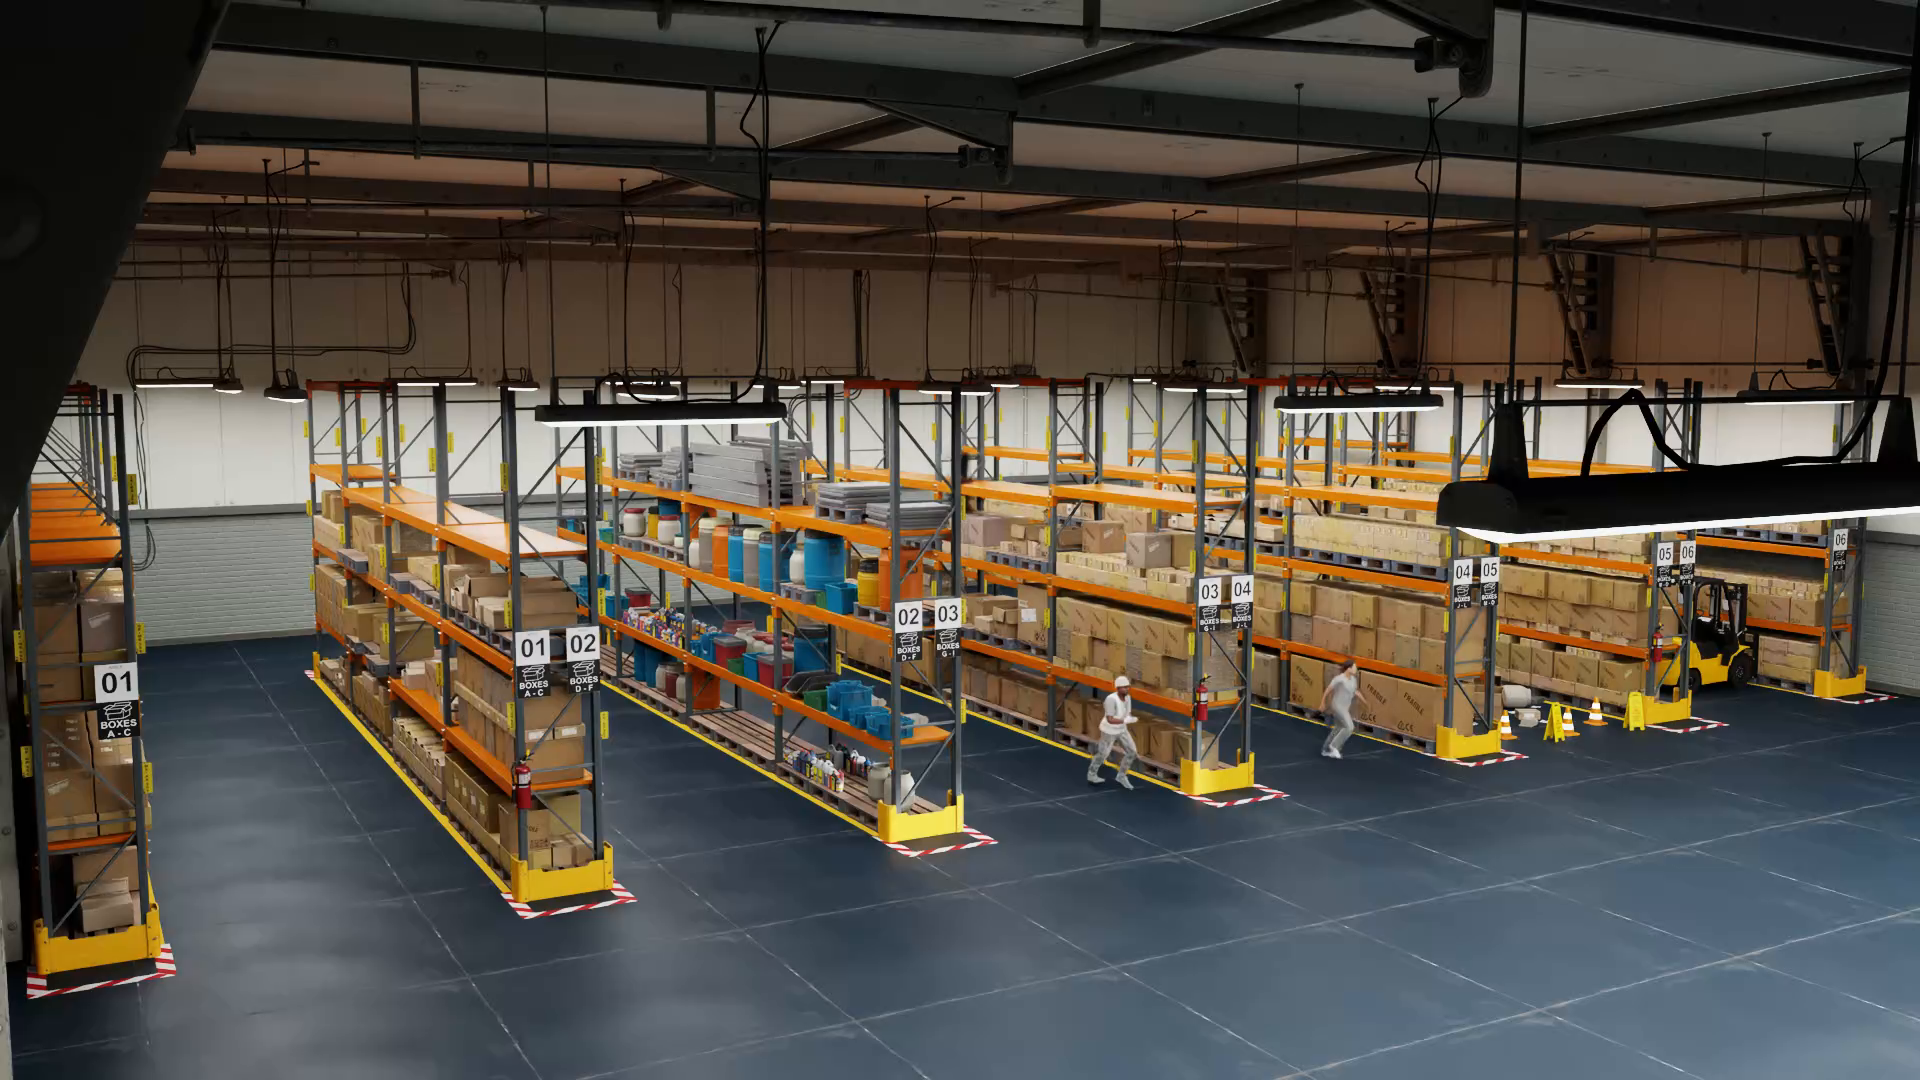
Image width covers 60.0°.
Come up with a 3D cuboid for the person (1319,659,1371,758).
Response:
[{"bbox_3d":[6.154,2.690,26.562,0.755,1.617,0.546,5,8,41],"label":"person"}]

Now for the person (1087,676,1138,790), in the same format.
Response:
[{"bbox_3d":[2.321,2.854,24.681,0.709,1.737,0.994,-6,8,-43],"label":"person"}]
